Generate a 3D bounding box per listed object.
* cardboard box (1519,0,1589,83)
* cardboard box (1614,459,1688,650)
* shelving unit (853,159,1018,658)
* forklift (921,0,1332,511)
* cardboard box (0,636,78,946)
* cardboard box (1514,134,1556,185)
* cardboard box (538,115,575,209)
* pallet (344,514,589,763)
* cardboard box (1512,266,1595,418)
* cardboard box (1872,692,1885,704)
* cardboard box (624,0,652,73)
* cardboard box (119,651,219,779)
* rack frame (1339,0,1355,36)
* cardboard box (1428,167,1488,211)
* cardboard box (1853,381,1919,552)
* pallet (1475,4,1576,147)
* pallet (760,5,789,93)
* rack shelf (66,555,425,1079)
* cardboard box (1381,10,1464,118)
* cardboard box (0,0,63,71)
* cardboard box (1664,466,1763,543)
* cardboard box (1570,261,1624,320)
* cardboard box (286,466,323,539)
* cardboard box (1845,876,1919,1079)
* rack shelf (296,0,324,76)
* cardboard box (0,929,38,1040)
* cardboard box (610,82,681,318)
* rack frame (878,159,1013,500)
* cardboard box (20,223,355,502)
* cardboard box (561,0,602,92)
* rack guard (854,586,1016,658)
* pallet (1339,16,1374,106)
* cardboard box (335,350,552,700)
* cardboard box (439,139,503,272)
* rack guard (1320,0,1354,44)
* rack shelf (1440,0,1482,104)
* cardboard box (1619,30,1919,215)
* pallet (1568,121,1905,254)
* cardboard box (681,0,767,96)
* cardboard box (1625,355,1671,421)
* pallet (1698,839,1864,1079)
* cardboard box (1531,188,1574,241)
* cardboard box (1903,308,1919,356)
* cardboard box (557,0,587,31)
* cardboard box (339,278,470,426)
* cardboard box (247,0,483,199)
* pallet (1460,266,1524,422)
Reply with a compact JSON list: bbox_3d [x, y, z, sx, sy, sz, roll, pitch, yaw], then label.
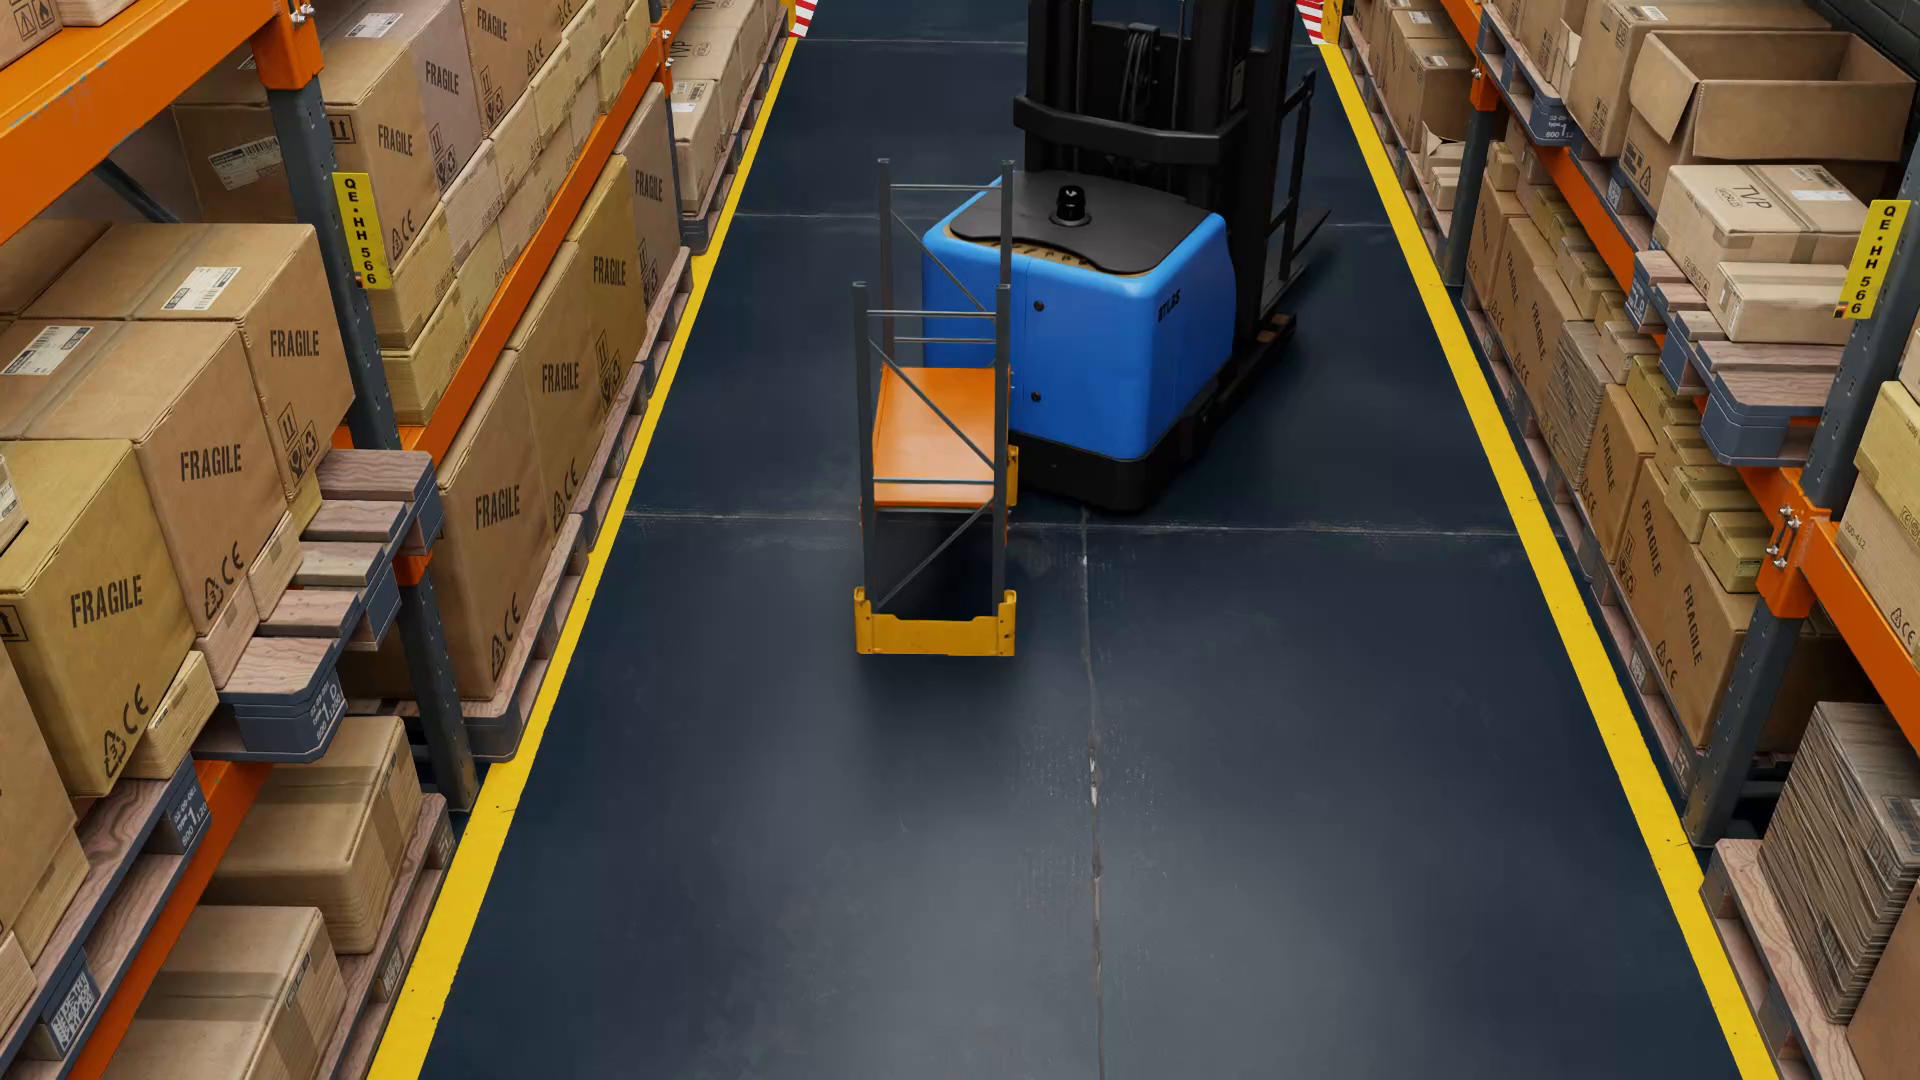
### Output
[{"bbox_3d":[2.749,-2.199,6.818,0.700,0.500,0.500,2,35,2],"label":"cardboard box"},{"bbox_3d":[2.685,0.057,5.869,0.500,0.500,0.500,1,35,1],"label":"cardboard box"},{"bbox_3d":[-0.072,-0.496,6.151,0.587,1.500,1.083,1,35,2],"label":"shelving unit"},{"bbox_3d":[0.976,-2.146,7.254,1.130,2.935,3.031,17,39,23],"label":"forklift"},{"bbox_3d":[-1.900,0.463,2.771,0.500,0.500,0.500,0,35,0],"label":"cardboard box"},{"bbox_3d":[2.770,-1.742,7.606,0.380,0.149,0.250,0,35,0],"label":"cardboard box"},{"bbox_3d":[-1.790,-1.465,6.357,0.500,0.250,0.500,1,35,2],"label":"cardboard box"},{"bbox_3d":[-2.001,0.319,6.113,1.003,0.211,1.213,1,35,2],"label":"pallet"},{"bbox_3d":[2.733,-0.840,7.145,0.500,0.500,0.500,0,35,0],"label":"cardboard box"},{"bbox_3d":[3.149,0.357,5.442,0.500,0.500,0.500,3,35,4],"label":"cardboard box"},{"bbox_3d":[-1.713,-2.344,7.607,0.500,0.250,0.500,1,35,1],"label":"cardboard box"},{"bbox_3d":[-1.805,0.358,3.485,0.380,0.149,0.250,2,35,3],"label":"cardboard box"},{"bbox_3d":[3.173,-4.855,11.049,1.000,3.000,0.127,1,35,2],"label":"rack frame"},{"bbox_3d":[2.742,-1.889,8.943,0.380,0.149,0.250,0,35,0],"label":"cardboard box"},{"bbox_3d":[2.565,-0.153,4.055,0.500,0.250,0.500,1,35,2],"label":"cardboard box"},{"bbox_3d":[2.872,-2.021,7.185,1.003,0.211,1.213,1,35,2],"label":"pallet"},{"bbox_3d":[-1.740,-3.365,11.355,1.003,0.211,1.213,1,35,2],"label":"pallet"},{"bbox_3d":[-2.188,1.072,3.241,1.077,0.370,4.000,1,35,2],"label":"rack shelf"},{"bbox_3d":[2.860,-2.863,10.024,0.500,0.500,0.500,2,35,3],"label":"cardboard box"},{"bbox_3d":[-2.156,-1.095,3.003,0.700,0.500,0.500,1,35,2],"label":"cardboard box"},{"bbox_3d":[2.599,-0.120,5.557,0.380,0.149,0.250,0,35,-1],"label":"cardboard box"},{"bbox_3d":[2.743,-1.019,6.836,0.380,0.149,0.250,3,35,4],"label":"cardboard box"},{"bbox_3d":[-1.824,-0.090,4.123,0.380,0.149,0.250,2,35,3],"label":"cardboard box"},{"bbox_3d":[2.795,1.275,4.027,0.875,0.625,0.625,2,35,3],"label":"cardboard box"},{"bbox_3d":[-2.027,-2.453,5.648,1.077,0.370,4.000,1,35,2],"label":"rack shelf"},{"bbox_3d":[-1.850,0.800,2.857,0.380,0.149,0.250,3,35,4],"label":"cardboard box"},{"bbox_3d":[-1.892,-1.614,7.920,0.875,0.875,0.875,2,35,3],"label":"cardboard box"},{"bbox_3d":[-0.053,-0.783,6.559,0.500,1.500,0.032,1,35,2],"label":"rack frame"},{"bbox_3d":[-1.848,-0.438,4.053,0.500,0.500,0.500,0,35,1],"label":"cardboard box"},{"bbox_3d":[-1.749,-1.968,6.638,0.500,0.250,0.500,2,35,3],"label":"cardboard box"},{"bbox_3d":[-0.090,0.302,6.103,0.587,0.250,0.087,1,35,2],"label":"rack guard"},{"bbox_3d":[3.139,-3.212,11.137,1.003,0.211,1.213,1,35,2],"label":"pallet"},{"bbox_3d":[-1.997,-0.068,5.721,0.875,0.875,0.875,1,35,1],"label":"cardboard box"},{"bbox_3d":[-1.819,-1.096,5.397,0.500,0.250,0.500,2,35,3],"label":"cardboard box"},{"bbox_3d":[3.170,-3.788,11.706,1.175,0.500,0.348,1,35,2],"label":"rack guard"},{"bbox_3d":[3.093,-3.411,9.621,1.077,0.370,4.000,1,35,2],"label":"rack shelf"},{"bbox_3d":[2.733,-1.415,5.699,0.797,0.503,0.637,1,35,1],"label":"cardboard box"},{"bbox_3d":[2.926,-1.297,6.154,1.003,0.211,1.213,1,35,2],"label":"pallet"},{"bbox_3d":[-1.741,-3.183,10.534,0.875,0.438,0.875,2,35,3],"label":"cardboard box"},{"bbox_3d":[2.719,-0.564,6.189,0.380,0.149,0.250,1,35,1],"label":"cardboard box"},{"bbox_3d":[2.780,1.354,4.639,1.003,0.211,1.213,1,35,2],"label":"pallet"},{"bbox_3d":[2.800,-1.463,7.467,0.380,0.149,0.250,0,35,-1],"label":"cardboard box"},{"bbox_3d":[3.029,-0.763,4.775,0.500,0.500,0.500,3,35,4],"label":"cardboard box"},{"bbox_3d":[-1.767,-2.268,6.412,0.500,0.500,0.500,2,35,3],"label":"cardboard box"},{"bbox_3d":[-1.837,-0.585,5.104,0.500,0.250,0.500,1,35,1],"label":"cardboard box"},{"bbox_3d":[-1.833,-1.384,5.154,0.500,0.500,0.500,1,35,2],"label":"cardboard box"},{"bbox_3d":[3.018,-0.947,7.915,1.003,0.211,1.213,1,35,2],"label":"pallet"}]
